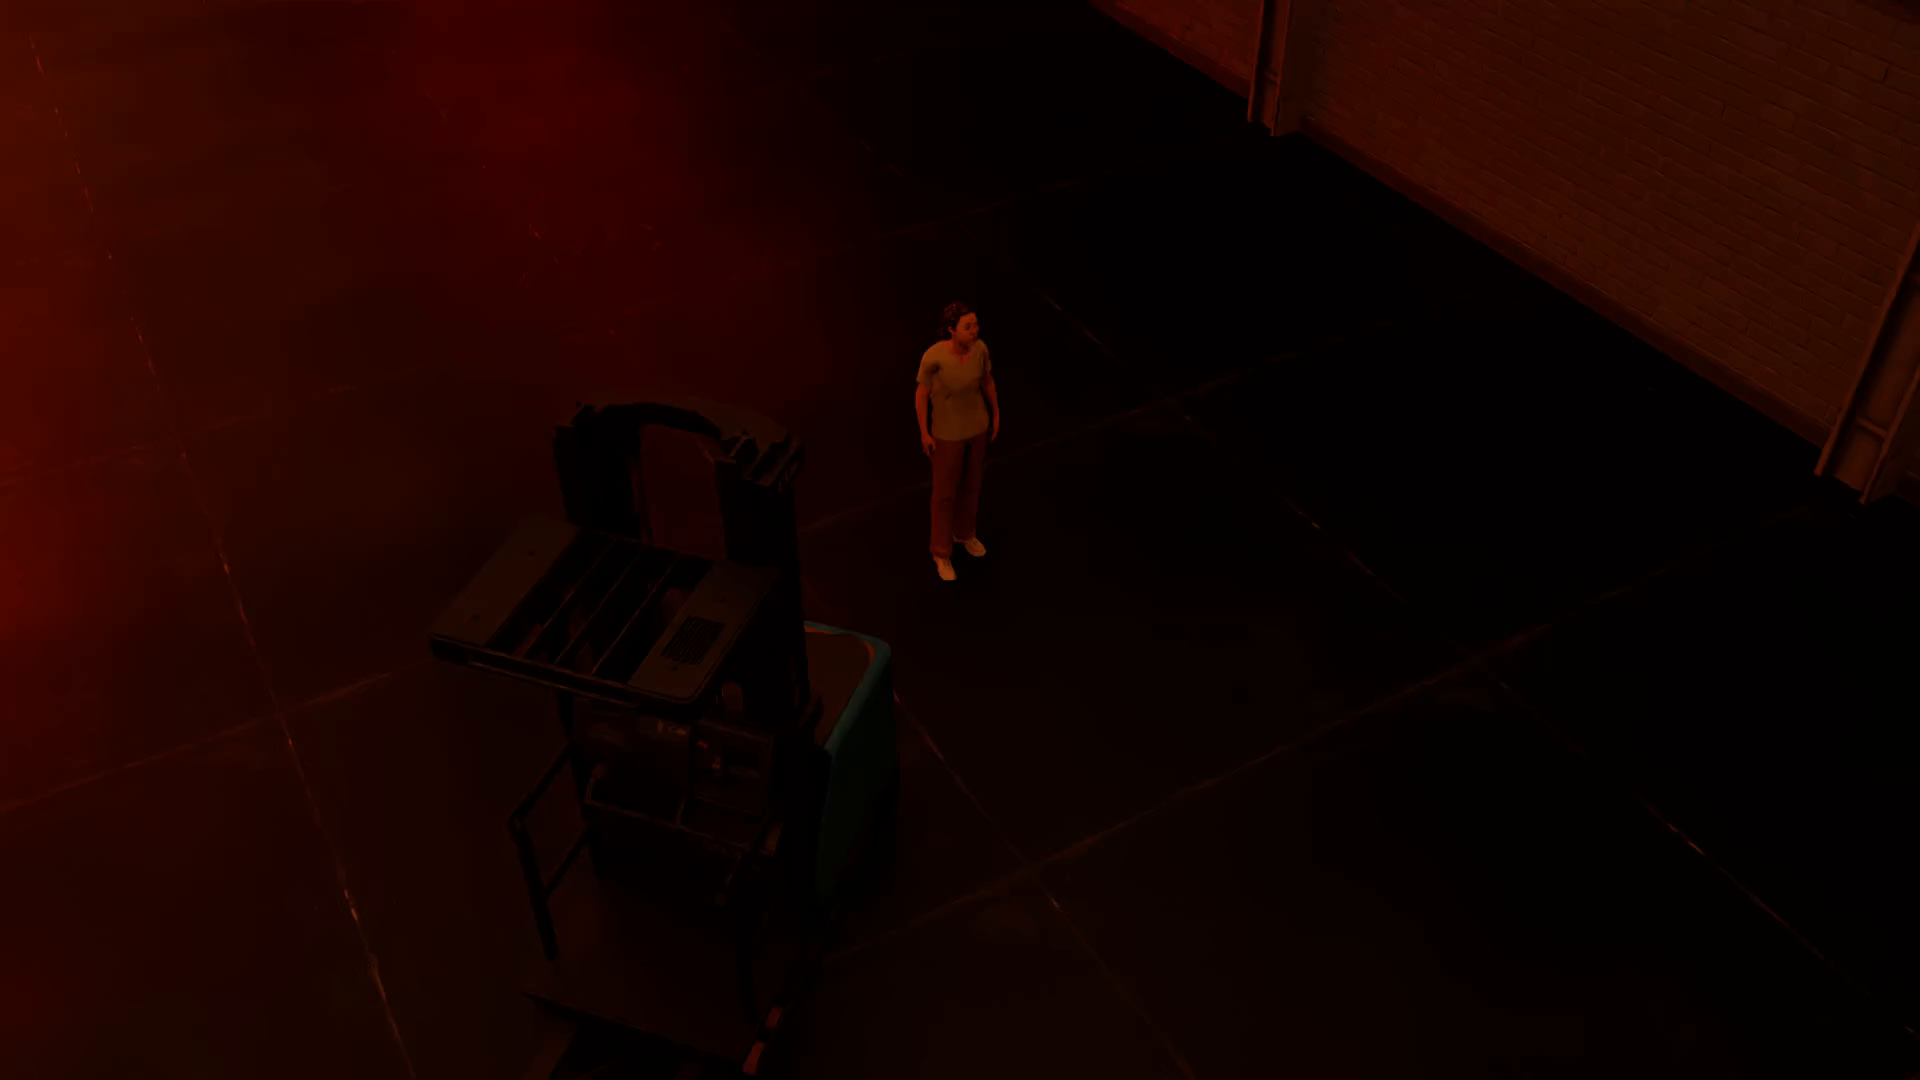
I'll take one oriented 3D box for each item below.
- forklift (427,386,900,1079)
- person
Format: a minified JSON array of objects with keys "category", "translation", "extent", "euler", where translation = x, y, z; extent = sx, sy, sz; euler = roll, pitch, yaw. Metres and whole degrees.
[{"category":"forklift","translation":[-1.286,0.969,6.868],"extent":[1.130,2.935,3.031],"euler":[13,41,15]},{"category":"person","translation":[0.028,-0.606,9.739],"extent":[0.554,1.674,0.548],"euler":[-20,44,-23]}]
